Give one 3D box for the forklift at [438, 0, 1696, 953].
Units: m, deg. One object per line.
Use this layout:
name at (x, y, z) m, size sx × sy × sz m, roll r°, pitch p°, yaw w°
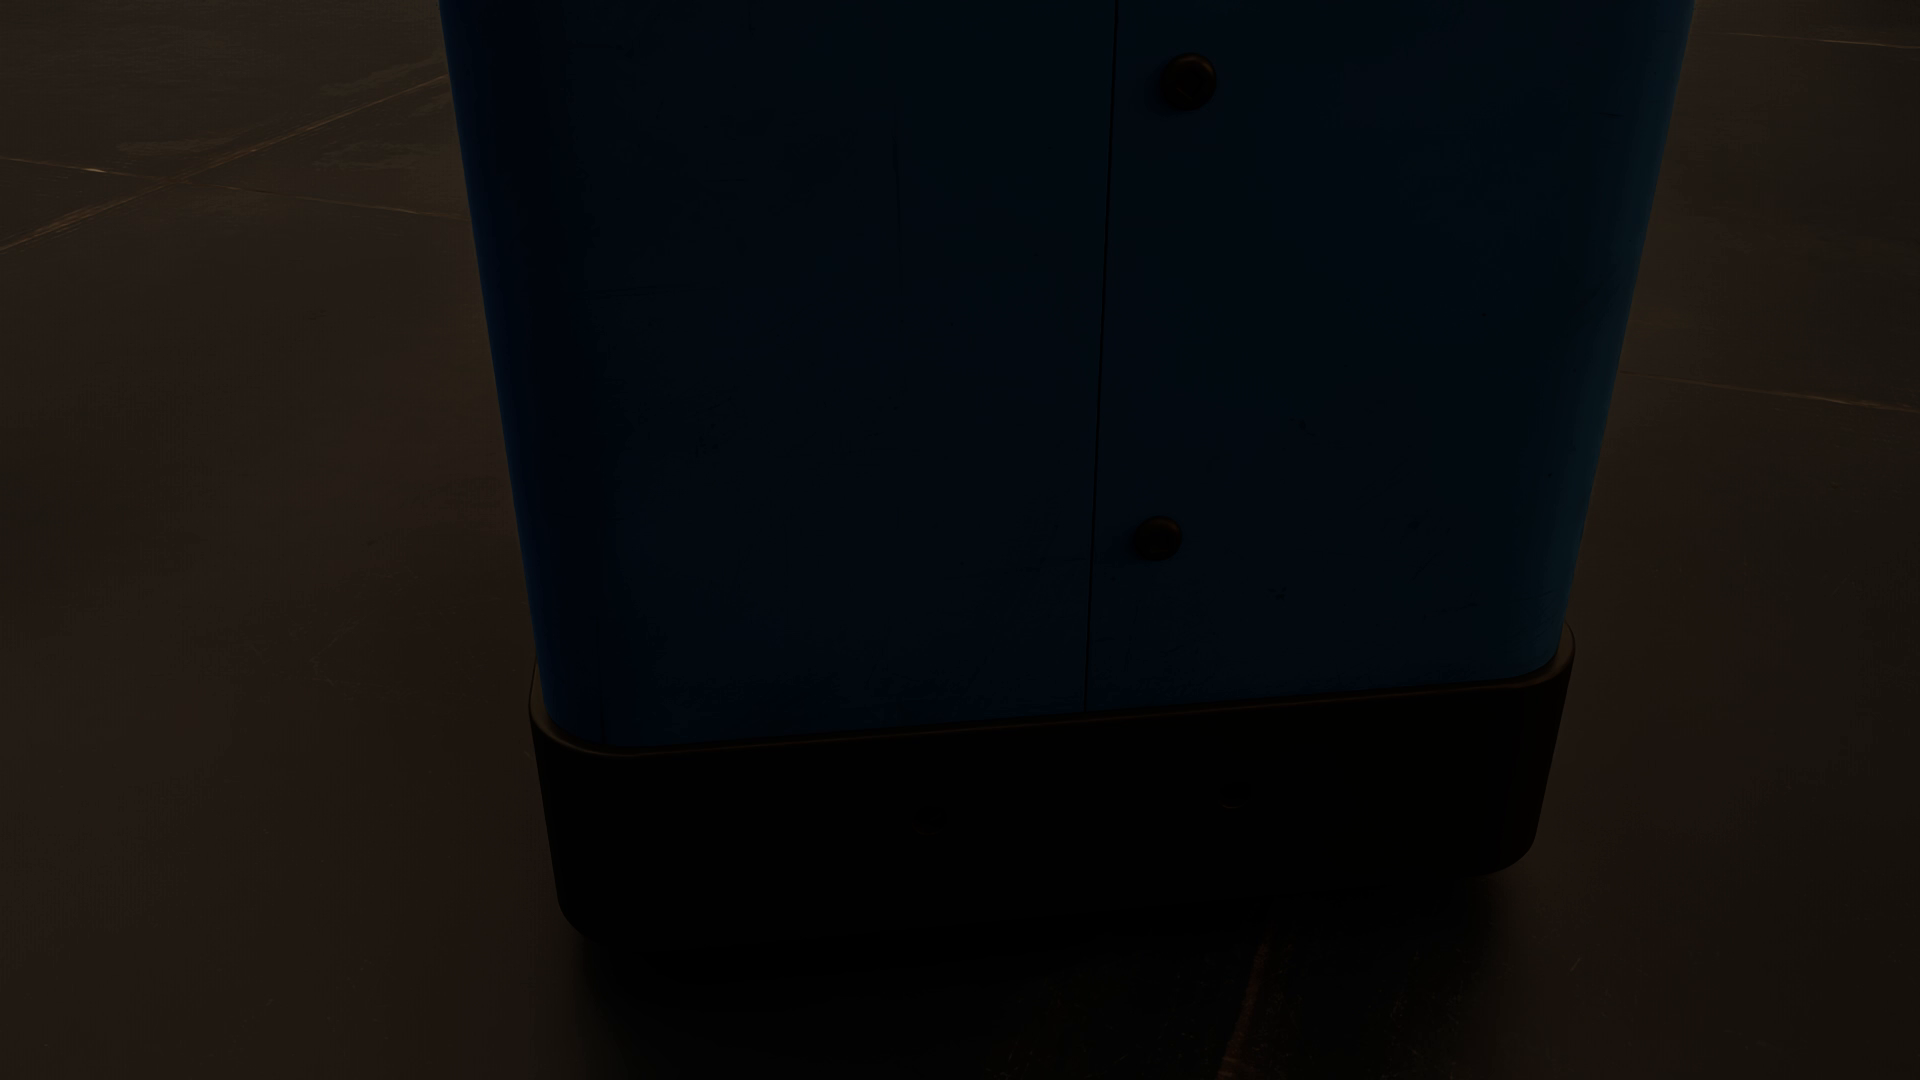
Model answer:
forklift at (-0.081, -1.574, 2.304) m, size 1.130 × 2.935 × 3.031 m, roll -4°, pitch 30°, yaw -7°
